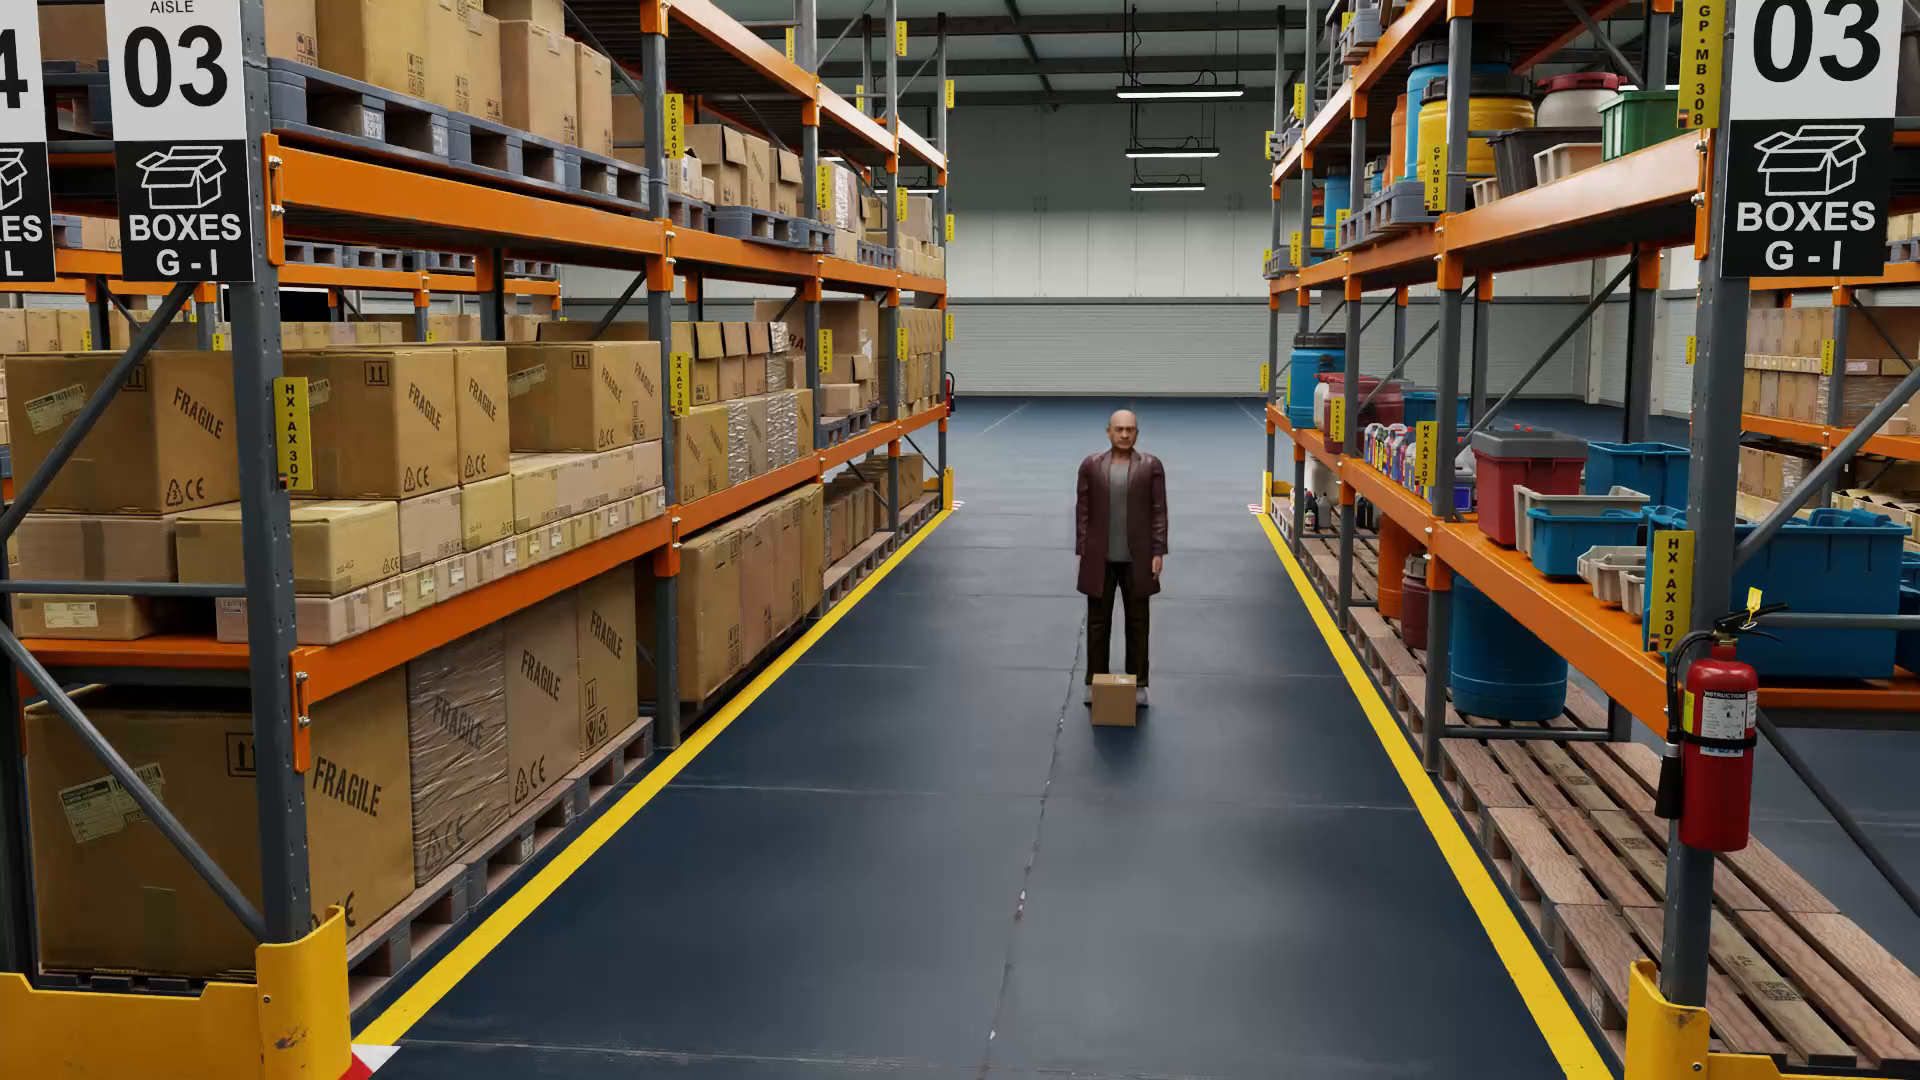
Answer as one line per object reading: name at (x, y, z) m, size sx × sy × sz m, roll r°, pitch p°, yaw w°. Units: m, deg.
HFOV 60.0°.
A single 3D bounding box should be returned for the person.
person at (0.974, 0.105, 10.045) m, size 0.561 × 1.779 × 0.376 m, roll 1°, pitch 7°, yaw 7°
